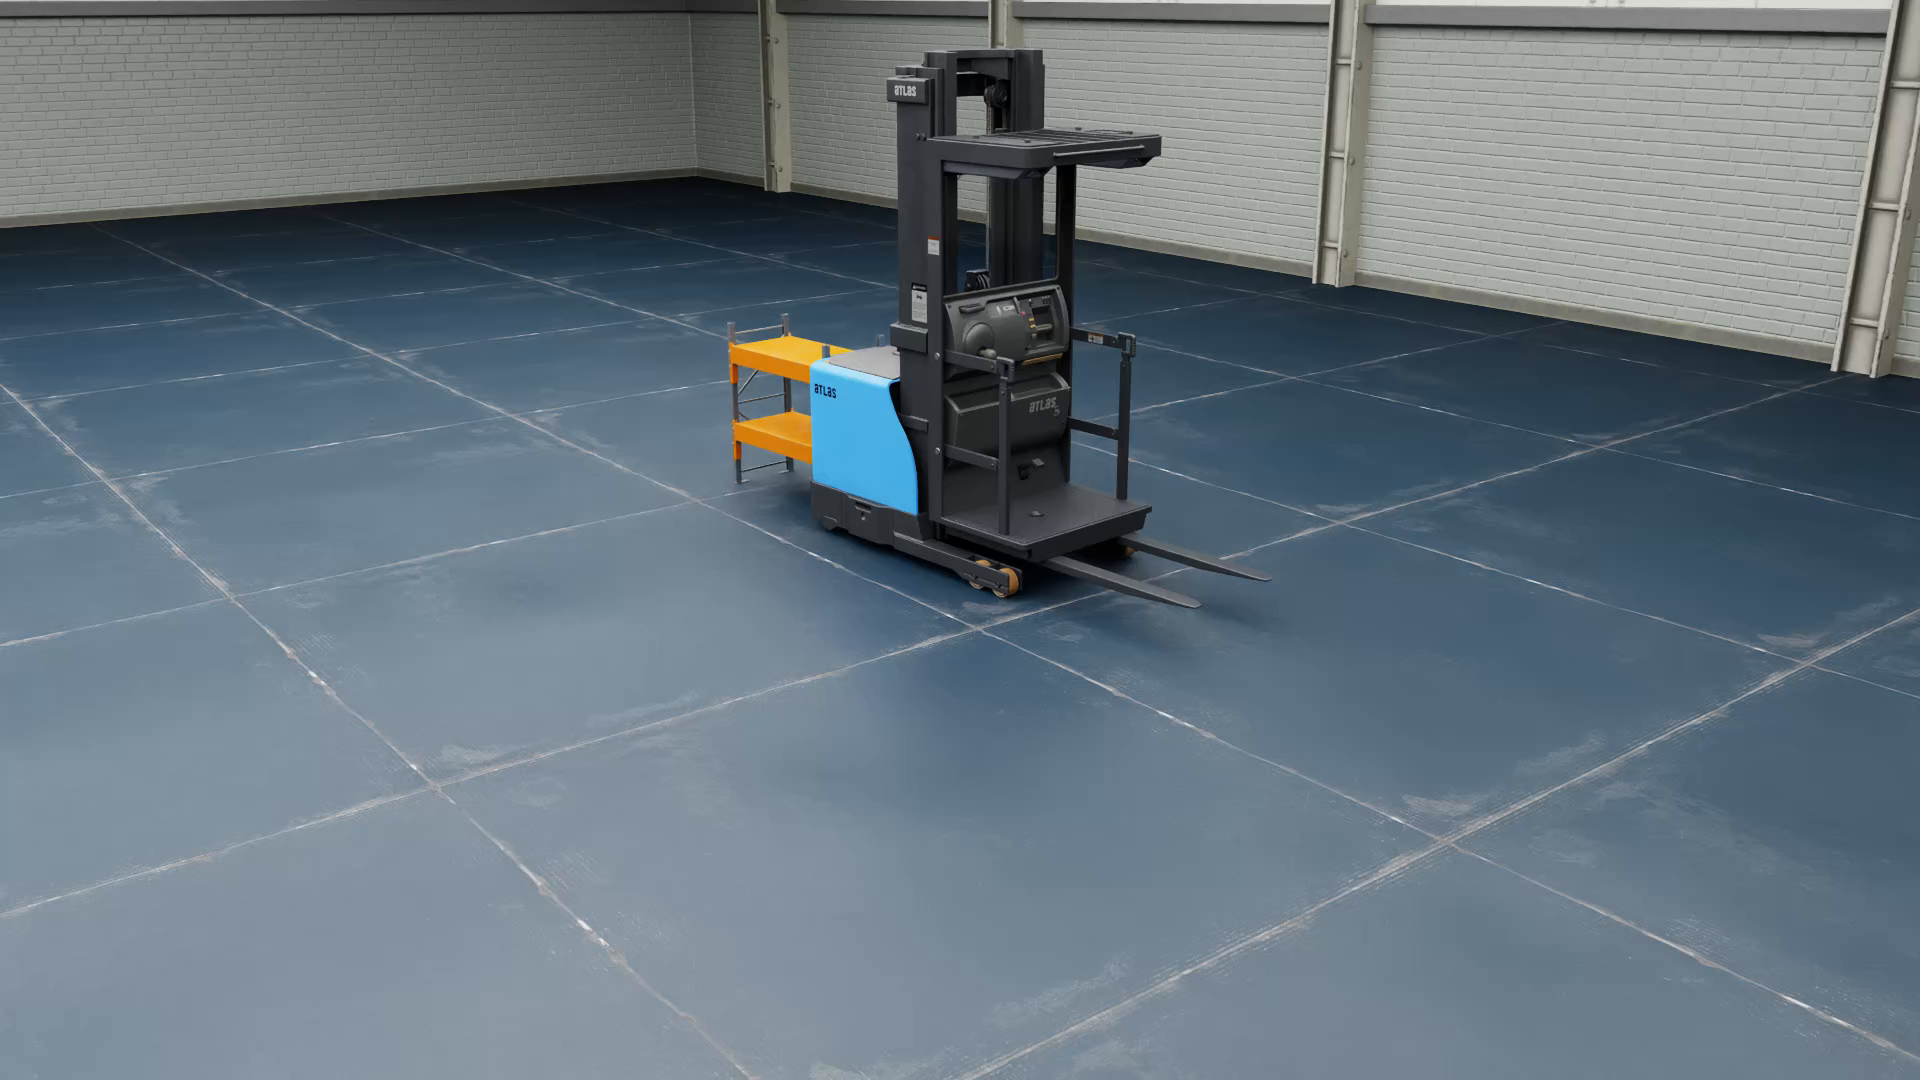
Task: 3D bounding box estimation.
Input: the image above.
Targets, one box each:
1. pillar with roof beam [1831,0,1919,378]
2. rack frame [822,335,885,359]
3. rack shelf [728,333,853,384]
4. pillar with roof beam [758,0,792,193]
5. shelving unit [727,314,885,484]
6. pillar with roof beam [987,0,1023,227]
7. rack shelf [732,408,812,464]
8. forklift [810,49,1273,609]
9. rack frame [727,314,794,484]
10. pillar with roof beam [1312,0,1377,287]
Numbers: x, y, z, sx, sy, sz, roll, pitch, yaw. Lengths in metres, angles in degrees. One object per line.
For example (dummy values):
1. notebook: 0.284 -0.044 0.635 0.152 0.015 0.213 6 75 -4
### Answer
1. pillar with roof beam: 4.707 -4.941 10.969 9.100 9.000 0.400 -14 23 -36
2. rack frame: -0.681 -0.746 10.825 0.500 1.125 0.032 -16 24 -41
3. rack shelf: -1.029 -1.140 11.085 0.538 0.278 1.000 -16 24 -41
4. pillar with roof beam: -6.469 -9.377 24.364 9.100 9.000 0.400 -14 23 -36
5. shelving unit: -1.029 -0.862 11.177 0.538 1.125 1.048 -16 24 -41
6. pillar with roof beam: -2.743 -7.898 19.899 9.100 9.000 0.400 -14 23 -36
7. rack shelf: -1.029 -0.630 11.253 0.538 0.278 1.000 -16 24 -41
8. forklift: 0.425 -1.249 9.470 1.130 2.935 3.031 -16 24 -40
9. rack frame: -1.378 -0.978 11.528 0.500 1.125 0.032 -16 24 -41
10. pillar with roof beam: 0.982 -6.420 15.434 9.100 9.000 0.400 -14 23 -36
